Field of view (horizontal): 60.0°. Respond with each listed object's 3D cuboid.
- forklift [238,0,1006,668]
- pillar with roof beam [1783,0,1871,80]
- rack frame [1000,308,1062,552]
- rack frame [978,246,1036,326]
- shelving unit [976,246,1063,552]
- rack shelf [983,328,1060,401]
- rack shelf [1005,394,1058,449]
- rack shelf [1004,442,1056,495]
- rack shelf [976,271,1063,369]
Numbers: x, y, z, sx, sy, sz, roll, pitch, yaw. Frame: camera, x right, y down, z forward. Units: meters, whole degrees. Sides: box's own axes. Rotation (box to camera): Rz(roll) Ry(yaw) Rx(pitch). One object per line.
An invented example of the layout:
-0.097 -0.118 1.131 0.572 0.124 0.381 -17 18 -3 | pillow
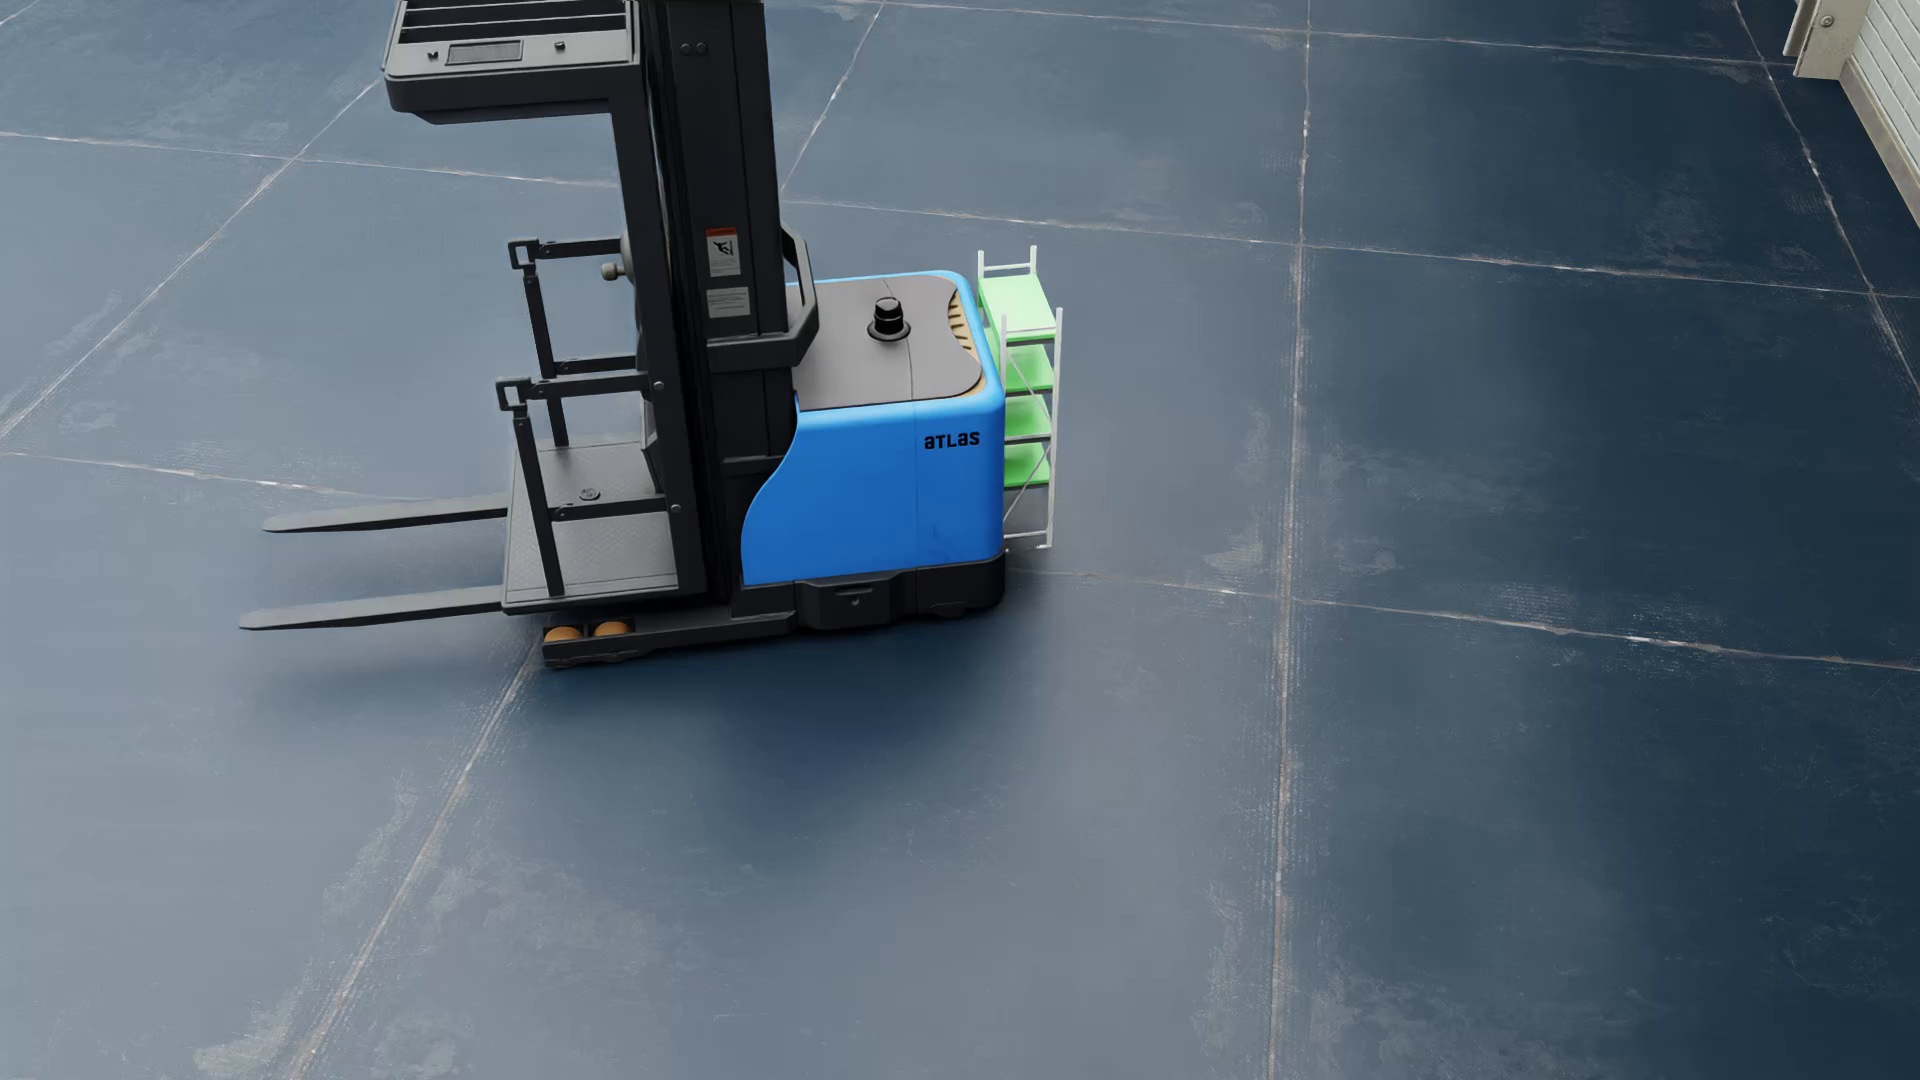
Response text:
-1.378 -0.984 6.140 3.031 2.935 1.130 -6 40 -7 | forklift
1.436 -7.098 8.773 9.100 9.000 0.400 6 40 8 | pillar with roof beam
0.278 -0.422 6.819 0.240 1.200 0.015 -6 40 -8 | rack frame
0.194 -0.729 7.190 0.240 1.200 0.015 -6 40 -8 | rack frame
0.236 -0.576 7.004 0.258 1.200 0.503 -6 40 -8 | shelving unit
0.236 -0.711 6.892 0.258 0.148 0.480 -6 40 -8 | rack shelf
0.236 -0.526 7.045 0.258 0.148 0.480 -6 40 -8 | rack shelf
0.236 -0.341 7.198 0.258 0.148 0.480 -6 40 -8 | rack shelf
0.236 -0.896 6.739 0.258 0.148 0.480 -6 40 -8 | rack shelf
